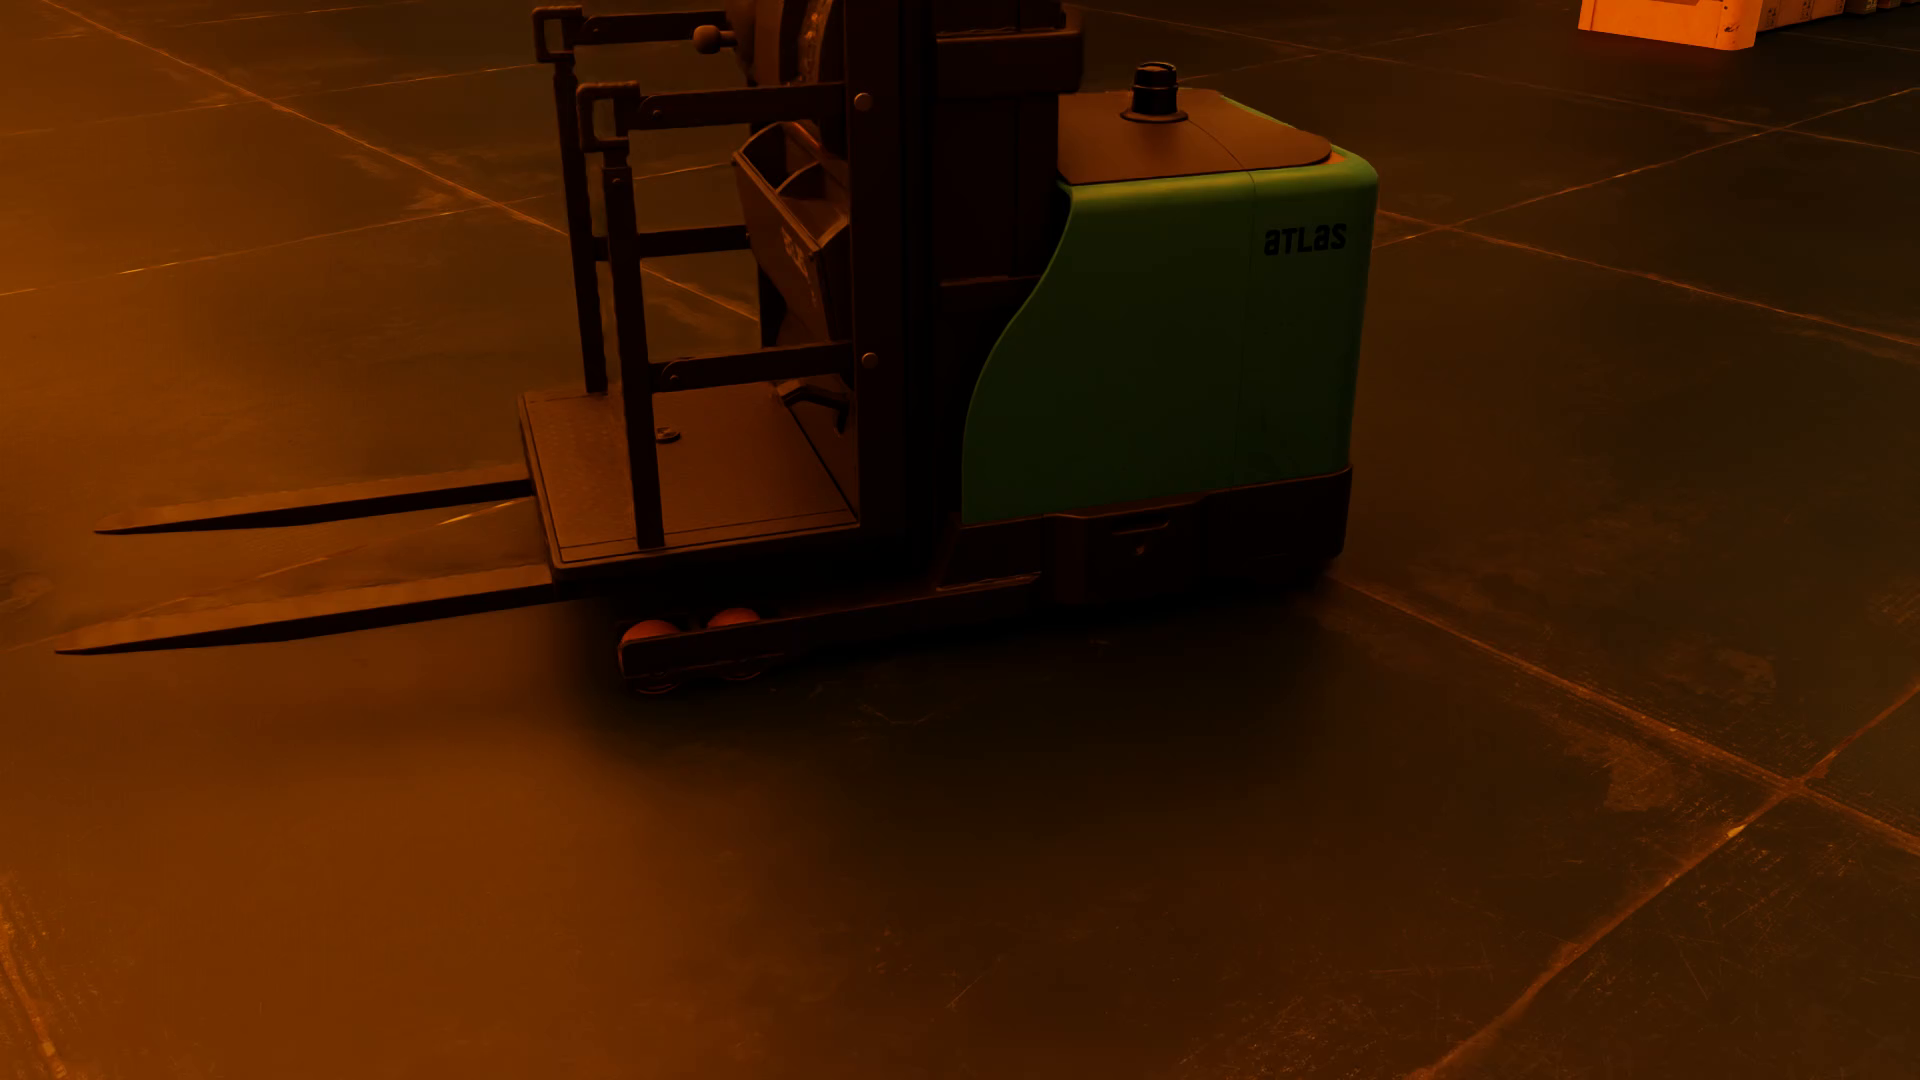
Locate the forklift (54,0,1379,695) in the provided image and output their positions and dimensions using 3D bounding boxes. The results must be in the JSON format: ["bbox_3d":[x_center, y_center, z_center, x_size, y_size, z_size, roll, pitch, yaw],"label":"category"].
[{"bbox_3d":[-0.582,-1.224,3.670,3.031,2.935,1.130,-8,28,-16],"label":"forklift"}]
